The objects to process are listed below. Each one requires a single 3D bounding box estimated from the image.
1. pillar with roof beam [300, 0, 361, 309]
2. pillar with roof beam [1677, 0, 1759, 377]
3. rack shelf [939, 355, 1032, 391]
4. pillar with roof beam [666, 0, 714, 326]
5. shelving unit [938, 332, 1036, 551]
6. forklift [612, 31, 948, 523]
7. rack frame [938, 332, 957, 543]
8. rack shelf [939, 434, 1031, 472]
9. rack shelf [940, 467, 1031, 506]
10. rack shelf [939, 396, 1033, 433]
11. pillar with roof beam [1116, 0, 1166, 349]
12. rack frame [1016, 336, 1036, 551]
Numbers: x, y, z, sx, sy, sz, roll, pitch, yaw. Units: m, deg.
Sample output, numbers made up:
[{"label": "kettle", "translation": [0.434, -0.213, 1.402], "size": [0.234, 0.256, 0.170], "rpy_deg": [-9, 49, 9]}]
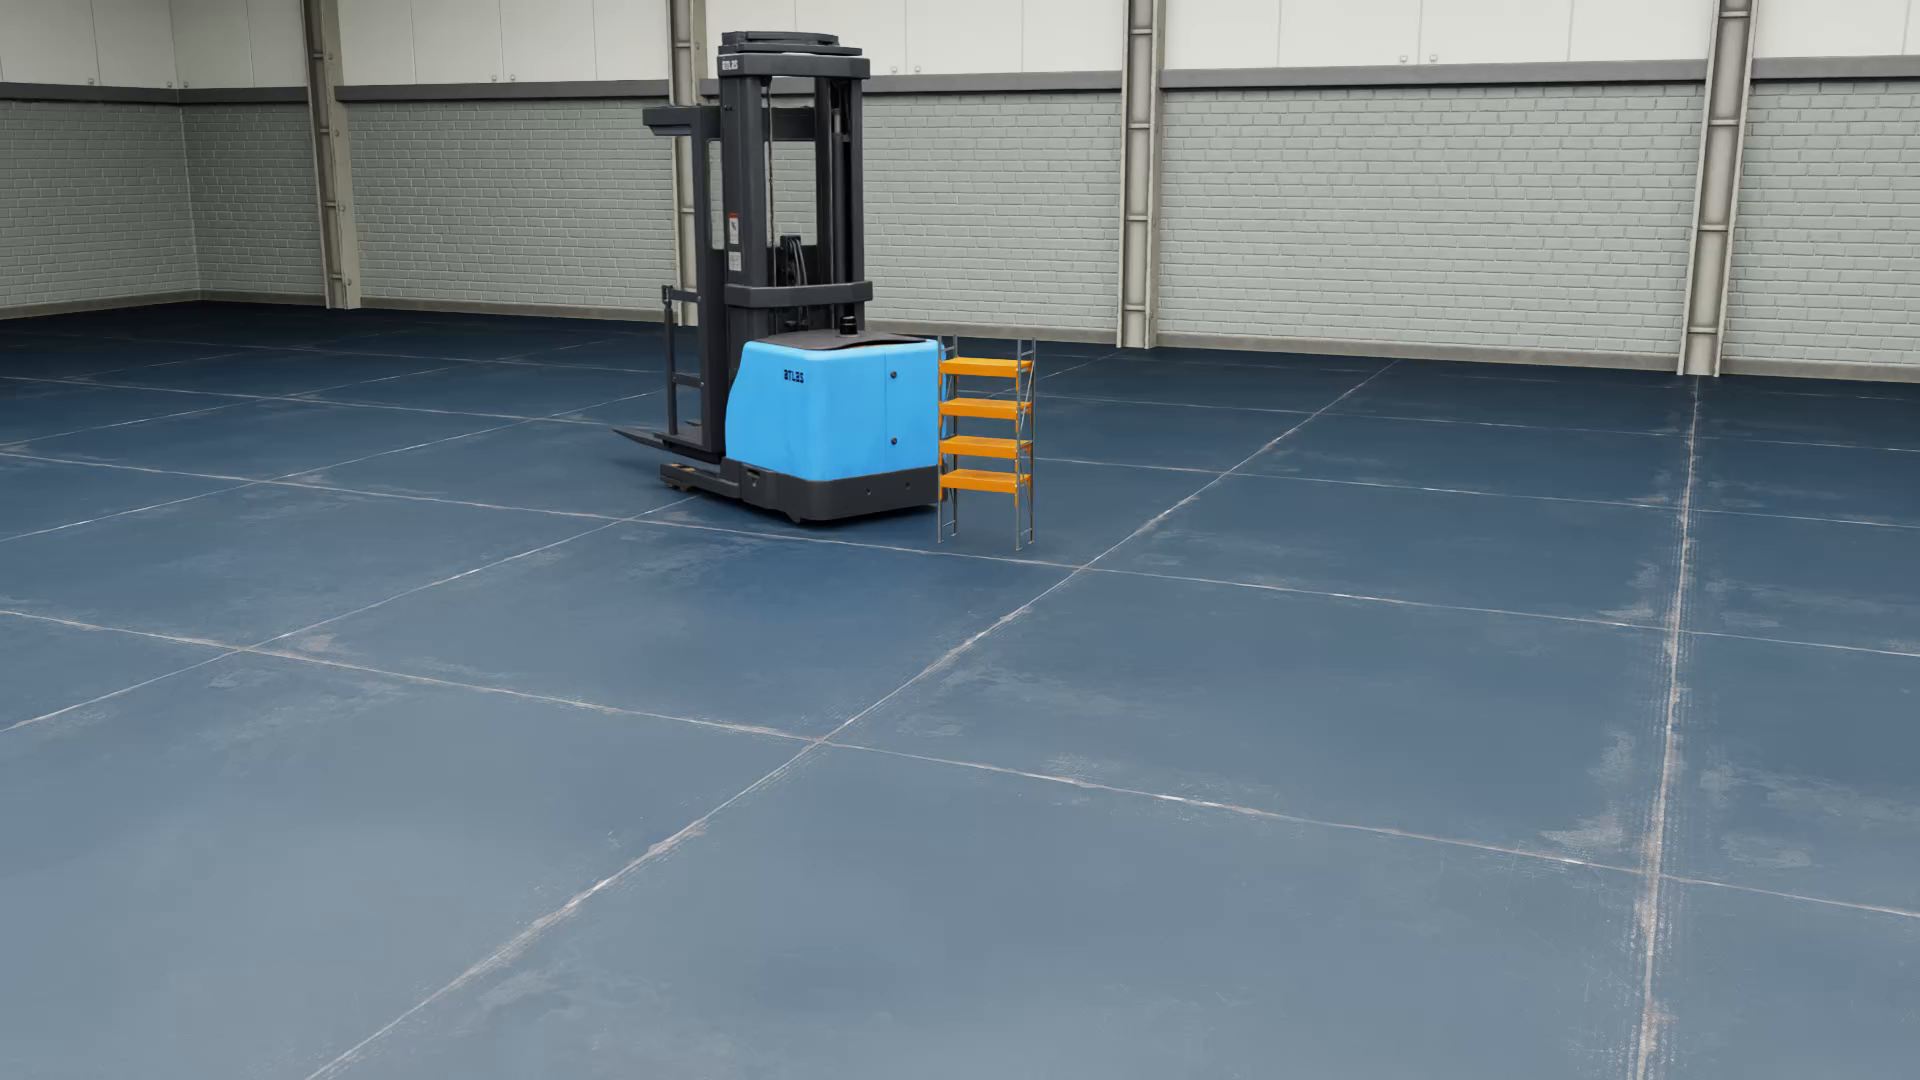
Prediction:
[{"label": "pillar with roof beam", "translation": [-10.661, -6.844, 19.224], "size": [0.400, 9.000, 9.100], "rpy_deg": [6, 14, 23]}, {"label": "pillar with roof beam", "translation": [5.797, -5.179, 12.126], "size": [0.400, 9.000, 9.100], "rpy_deg": [6, 14, 23]}, {"label": "rack shelf", "translation": [0.151, -0.951, 9.463], "size": [0.480, 0.148, 0.258], "rpy_deg": [6, 14, 23]}, {"label": "pillar with roof beam", "translation": [-5.175, -6.289, 16.858], "size": [0.400, 9.000, 9.100], "rpy_deg": [6, 14, 23]}, {"label": "shelving unit", "translation": [0.151, -0.569, 9.552], "size": [0.503, 1.200, 0.258], "rpy_deg": [6, 14, 23]}, {"label": "forklift", "translation": [-1.378, -1.808, 11.045], "size": [1.130, 2.935, 3.031], "rpy_deg": [-10, 17, -37]}, {"label": "rack frame", "translation": [-0.072, -0.591, 9.649], "size": [0.015, 1.200, 0.240], "rpy_deg": [6, 14, 23]}, {"label": "rack shelf", "translation": [0.151, -0.503, 9.568], "size": [0.480, 0.148, 0.258], "rpy_deg": [6, 14, 23]}, {"label": "rack shelf", "translation": [0.151, -0.310, 9.613], "size": [0.480, 0.148, 0.258], "rpy_deg": [6, 14, 23]}, {"label": "rack shelf", "translation": [0.151, -0.721, 9.517], "size": [0.480, 0.148, 0.258], "rpy_deg": [6, 14, 23]}, {"label": "pillar with roof beam", "translation": [0.311, -5.734, 14.492], "size": [0.400, 9.000, 9.100], "rpy_deg": [6, 14, 23]}, {"label": "rack frame", "translation": [0.374, -0.546, 9.456], "size": [0.015, 1.200, 0.240], "rpy_deg": [6, 14, 23]}]
